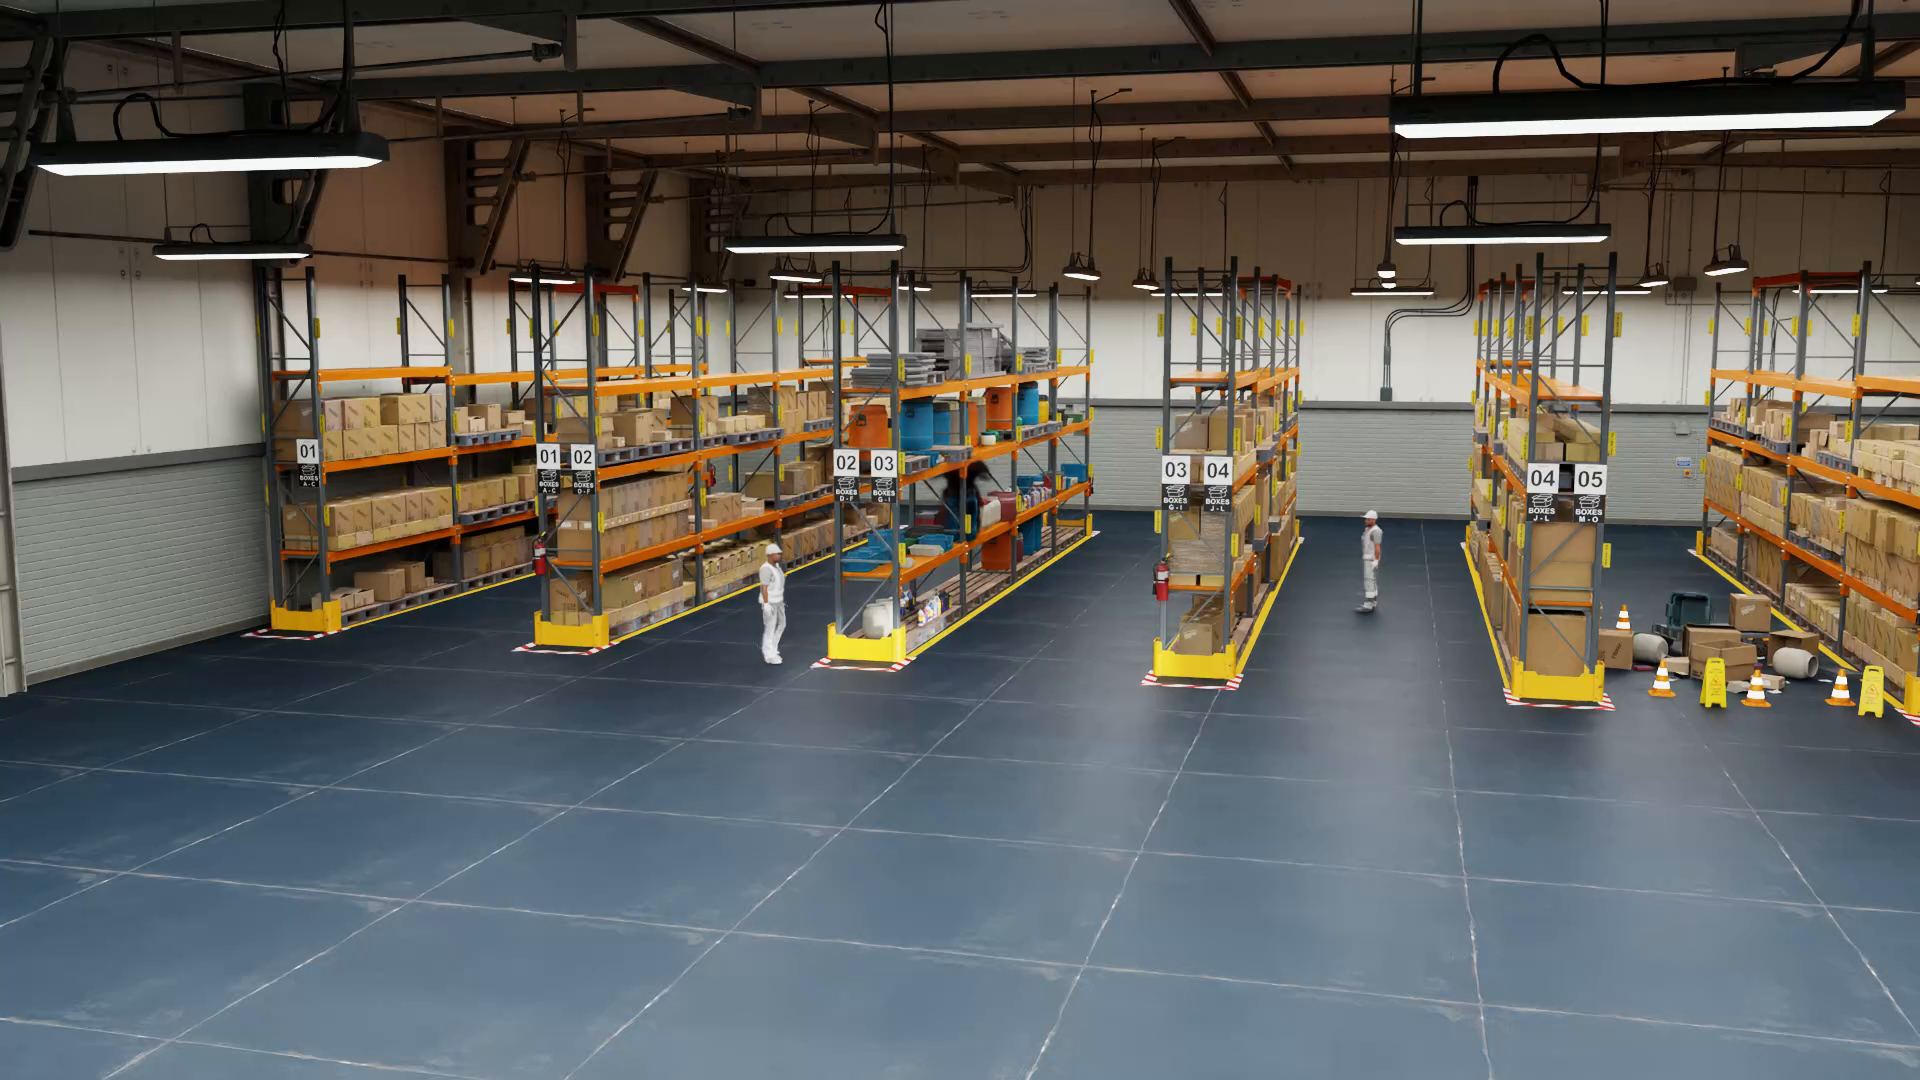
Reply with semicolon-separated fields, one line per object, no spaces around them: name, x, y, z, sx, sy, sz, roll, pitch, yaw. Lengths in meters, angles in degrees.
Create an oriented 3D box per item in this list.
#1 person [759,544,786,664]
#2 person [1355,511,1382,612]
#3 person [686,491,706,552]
person;-2.827;0.982;25.062;0.387;1.857;0.666;2;7;13
person;7.277;0.368;29.594;0.424;1.790;0.564;2;7;12
person;-5.674;-0.278;35.564;0.482;1.553;0.912;2;7;13
